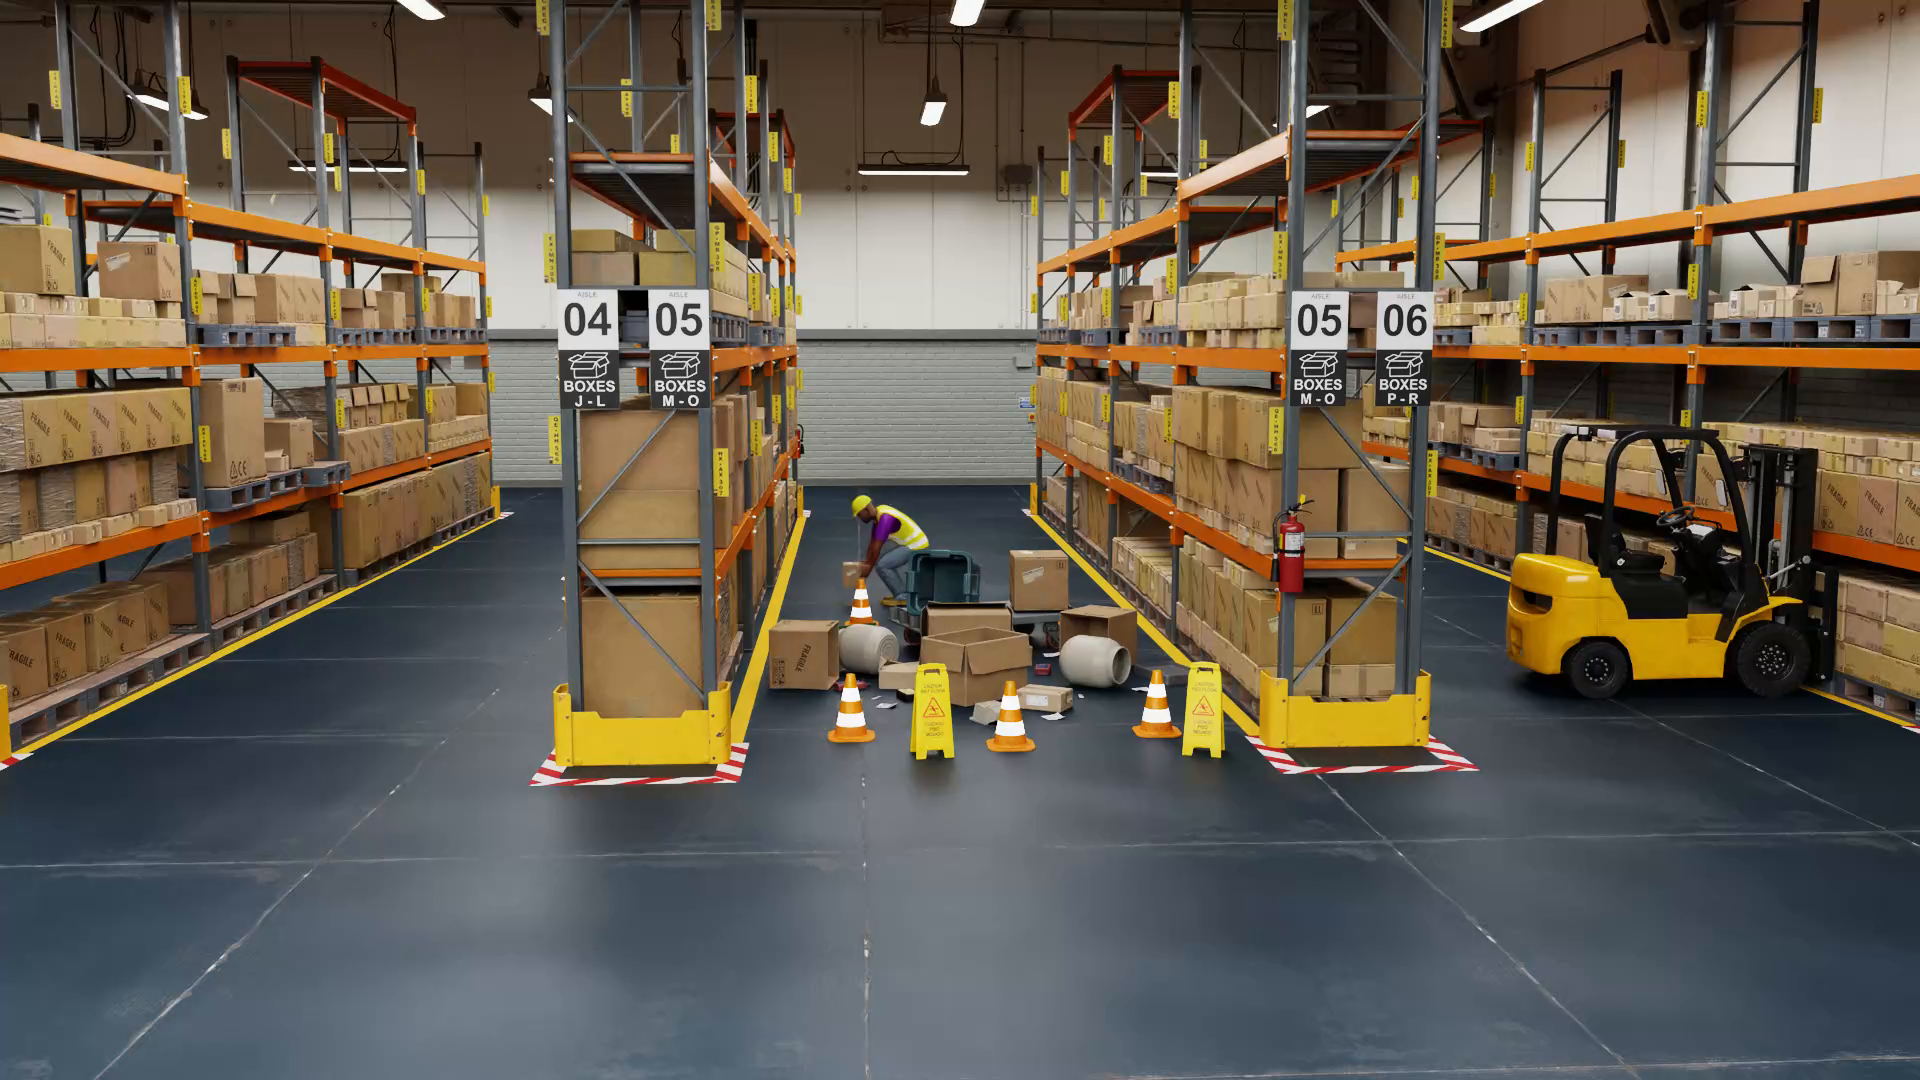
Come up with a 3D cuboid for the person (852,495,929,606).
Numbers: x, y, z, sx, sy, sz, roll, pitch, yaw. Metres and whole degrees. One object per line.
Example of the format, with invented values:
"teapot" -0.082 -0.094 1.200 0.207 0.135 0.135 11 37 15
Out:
"person" -0.755 0.108 18.106 0.839 1.207 0.620 0 7 -4
